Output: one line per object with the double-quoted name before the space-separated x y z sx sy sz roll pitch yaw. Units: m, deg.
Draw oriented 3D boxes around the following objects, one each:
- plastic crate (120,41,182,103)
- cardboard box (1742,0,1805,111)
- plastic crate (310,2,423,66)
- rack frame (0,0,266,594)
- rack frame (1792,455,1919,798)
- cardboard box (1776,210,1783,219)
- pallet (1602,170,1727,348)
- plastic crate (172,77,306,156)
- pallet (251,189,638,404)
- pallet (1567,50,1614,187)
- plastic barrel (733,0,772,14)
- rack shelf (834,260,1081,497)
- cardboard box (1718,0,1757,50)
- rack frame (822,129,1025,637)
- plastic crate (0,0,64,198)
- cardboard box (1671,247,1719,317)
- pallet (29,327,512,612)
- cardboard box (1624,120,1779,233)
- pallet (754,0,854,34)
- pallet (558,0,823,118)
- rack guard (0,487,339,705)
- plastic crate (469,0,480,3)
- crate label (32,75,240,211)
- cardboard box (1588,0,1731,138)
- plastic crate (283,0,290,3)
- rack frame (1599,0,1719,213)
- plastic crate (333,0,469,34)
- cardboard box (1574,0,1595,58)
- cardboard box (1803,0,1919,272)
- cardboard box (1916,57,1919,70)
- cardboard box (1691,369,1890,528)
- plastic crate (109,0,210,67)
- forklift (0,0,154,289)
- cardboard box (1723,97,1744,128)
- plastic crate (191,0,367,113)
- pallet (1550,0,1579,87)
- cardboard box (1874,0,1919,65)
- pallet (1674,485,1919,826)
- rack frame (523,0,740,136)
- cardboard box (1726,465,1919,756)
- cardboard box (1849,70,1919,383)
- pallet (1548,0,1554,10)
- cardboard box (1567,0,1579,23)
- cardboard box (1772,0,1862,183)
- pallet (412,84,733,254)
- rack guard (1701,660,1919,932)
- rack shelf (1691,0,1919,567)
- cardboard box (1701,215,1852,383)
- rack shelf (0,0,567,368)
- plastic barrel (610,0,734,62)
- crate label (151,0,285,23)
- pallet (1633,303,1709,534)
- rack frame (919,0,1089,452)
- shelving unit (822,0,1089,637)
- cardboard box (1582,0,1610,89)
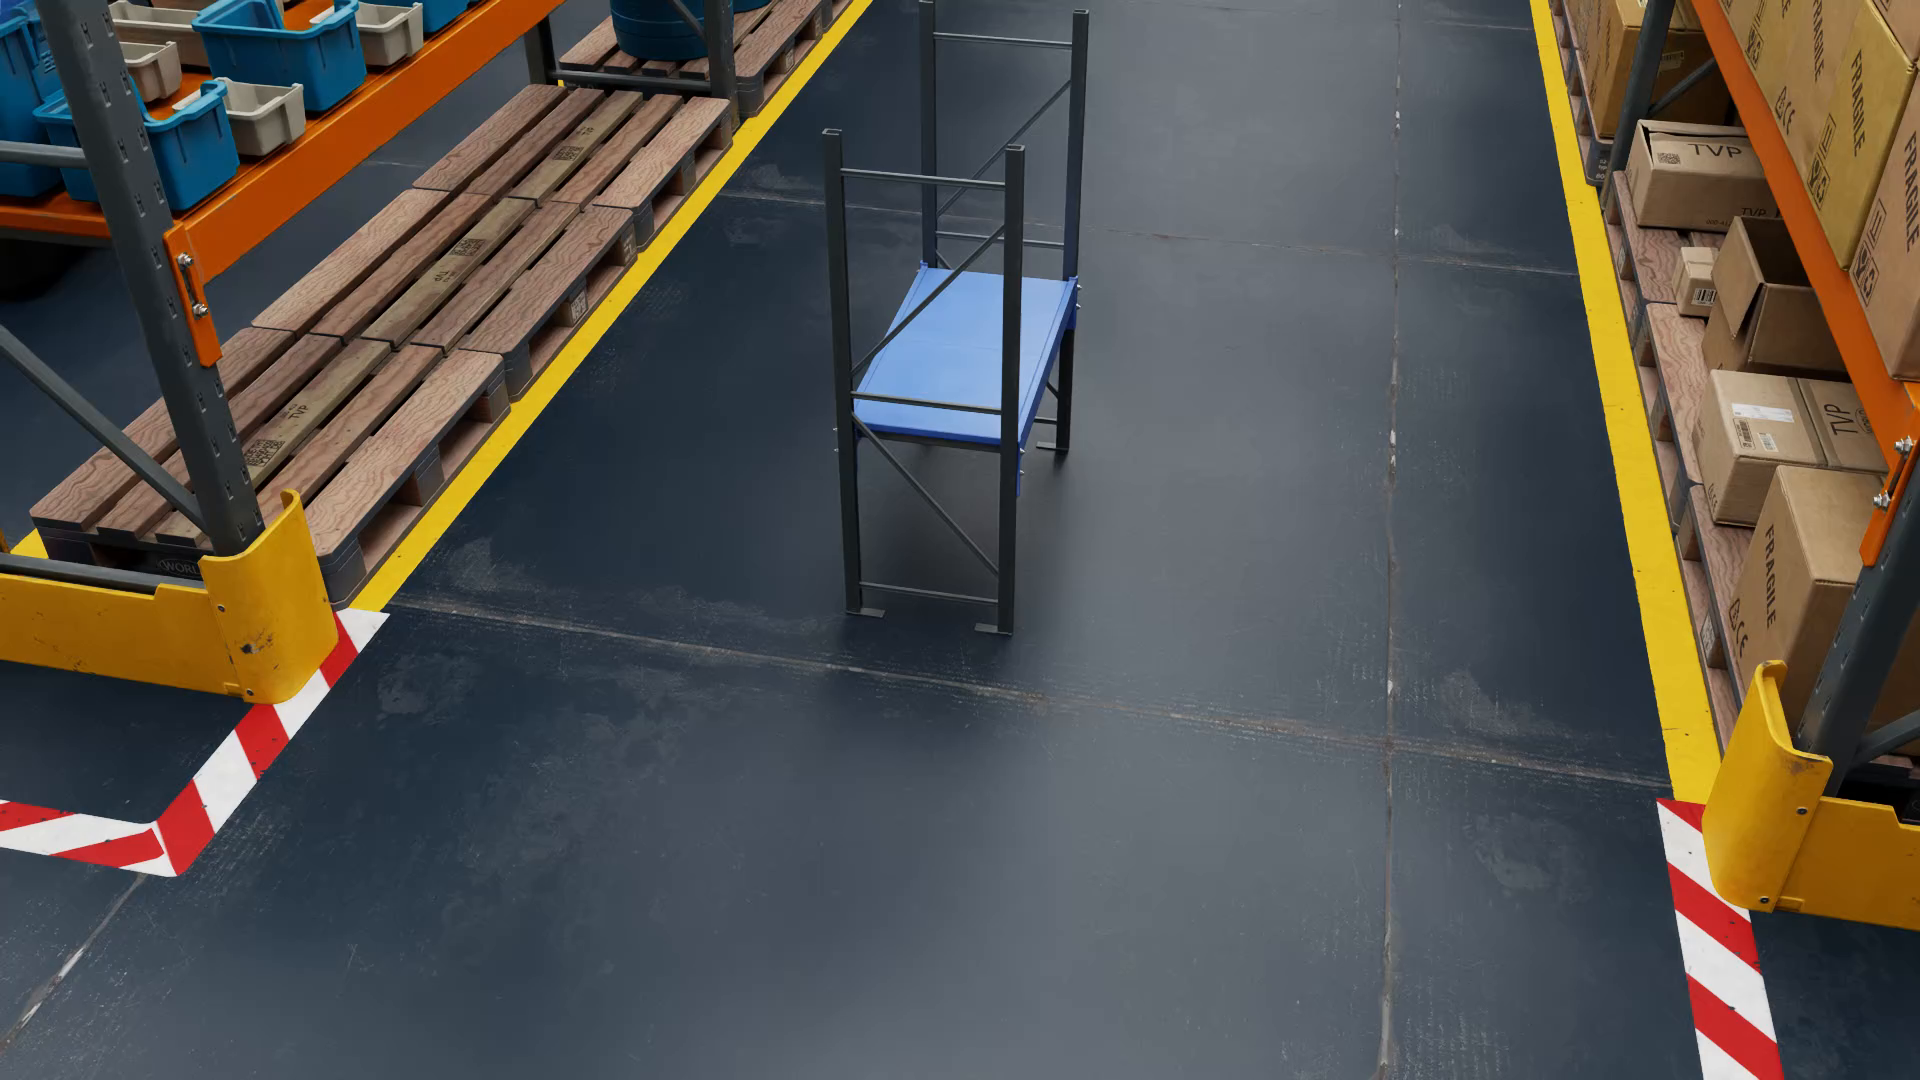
"plastic crate" -2.414 -1.344 4.721 0.396 0.136 0.243 7 37 10
"cardboard box" 2.584 -1.516 4.701 0.500 0.500 0.500 7 36 9
"plastic crate" -1.743 -1.516 4.959 0.250 0.136 0.298 7 37 10
"rack frame" -2.411 -0.936 3.985 1.000 3.000 0.127 7 37 10
"rack frame" 2.427 -0.313 3.126 1.000 3.000 0.127 7 37 10
"cardboard box" 3.437 -1.410 6.394 0.500 0.500 0.500 7 37 10
"pallet" 3.134 -1.083 6.565 1.003 0.211 1.213 7 37 10
"plastic crate" -1.888 -1.127 4.423 0.250 0.136 0.298 7 37 10
"pallet" -1.935 -0.972 6.411 1.003 0.211 1.213 7 37 10
"pallet" 3.418 -1.948 7.758 1.003 0.211 1.213 7 37 10
"plastic barrel" -1.273 -3.265 8.629 0.600 0.901 0.708 7 37 10
"rack shelf" 0.018 -0.511 4.983 0.538 0.185 1.000 7 37 10
"cardboard box" 2.691 -1.808 5.103 0.500 0.500 0.500 7 37 10
"rack frame" -0.090 -0.365 4.475 0.500 1.500 0.032 7 37 10
"plastic crate" -2.522 -1.190 4.254 0.616 0.435 0.499 7 37 10
"cardboard box" 2.805 -0.926 6.011 0.380 0.166 0.250 7 37 10
"pallet" -2.197 -0.275 5.449 1.003 0.211 1.213 7 37 10
"cardboard box" 2.980 -1.482 6.655 0.500 0.311 0.500 7 37 10
"pallet" -1.093 -3.239 9.539 1.003 0.211 1.213 7 37 10
"pallet" -1.351 -2.537 8.571 1.003 0.211 1.213 7 37 10
"rack guard" -2.404 0.092 4.697 1.175 0.500 0.348 7 37 10
"plastic crate" -1.692 -1.920 5.434 0.416 0.233 0.300 7 37 10
"crate label" -2.037 -0.993 4.155 0.416 0.233 0.303 7 37 10
"cardboard box" 3.107 -2.091 7.334 0.500 0.500 0.500 7 37 10
"plastic crate" -2.257 -1.843 5.410 0.298 0.136 0.250 7 37 10
"rack frame" 3.281 -2.606 6.290 1.000 3.000 0.127 7 37 10
"plastic crate" -1.756 -1.747 5.197 0.416 0.233 0.300 7 37 10
"cardboard box" 3.328 -2.661 8.120 0.500 0.500 0.500 8 37 11
"cardboard box" 2.364 -0.942 3.909 0.500 0.500 0.500 8 37 10
"cardboard box" 2.253 -1.048 3.202 0.500 0.500 0.500 7 37 10
"cardboard box" 2.535 -0.261 5.022 0.500 0.250 0.500 7 37 10
"plastic crate" -2.338 -1.508 4.948 0.396 0.136 0.243 7 37 10
"forklift" -4.169 -2.993 6.883 1.130 2.935 3.031 0 36 0
"cardboard box" 3.623 -2.019 7.235 0.500 0.500 0.500 6 36 8
"plastic crate" -1.896 -1.370 4.676 0.416 0.233 0.300 7 37 10
"pallet" 3.676 -2.649 8.726 1.003 0.211 1.213 7 37 10
"cardboard box" 2.360 -1.338 3.602 0.500 0.500 0.500 8 37 11
"pallet" 2.612 0.316 4.635 1.003 0.211 1.213 7 37 10
"rack frame" -1.557 -3.229 7.149 1.000 3.000 0.127 7 37 10
"cardboard box" 2.302 0.179 4.203 0.500 0.500 0.500 7 37 10
"cardboard box" 2.257 -0.644 3.498 0.500 0.500 0.500 8 37 11
"pallet" 3.939 -3.347 9.688 1.003 0.211 1.213 7 37 10
"cardboard box" 3.434 -2.952 8.523 0.500 0.500 0.500 6 36 8
"cardboard box" 2.476 -1.227 4.302 0.500 0.500 0.500 8 37 10
"pallet" -1.676 -1.674 7.379 1.003 0.211 1.213 7 37 10
"rack guard" 2.443 0.656 3.919 1.175 0.500 0.348 7 37 10
"rack shelf" 2.854 -1.168 4.919 1.077 0.370 4.000 7 37 10
"cardboard box" 2.885 -0.696 5.406 0.797 0.503 0.637 7 37 10
"rack shelf" -1.984 -1.791 5.778 1.077 0.370 4.000 7 37 10
"plastic barrel" -1.424 -2.859 8.069 0.600 0.901 0.708 7 37 10
"crate label" -2.302 -1.671 5.173 0.396 0.136 0.243 7 37 10
"pallet" 2.875 -0.382 5.597 1.003 0.211 1.213 7 37 10
"rack frame" 0.127 -0.948 5.279 0.500 1.500 0.032 7 37 10
"shelving unit" 0.018 -0.656 4.877 0.538 1.500 1.048 7 37 10
"cardboard box" 3.220 -2.373 7.724 0.500 0.500 0.500 7 37 10
